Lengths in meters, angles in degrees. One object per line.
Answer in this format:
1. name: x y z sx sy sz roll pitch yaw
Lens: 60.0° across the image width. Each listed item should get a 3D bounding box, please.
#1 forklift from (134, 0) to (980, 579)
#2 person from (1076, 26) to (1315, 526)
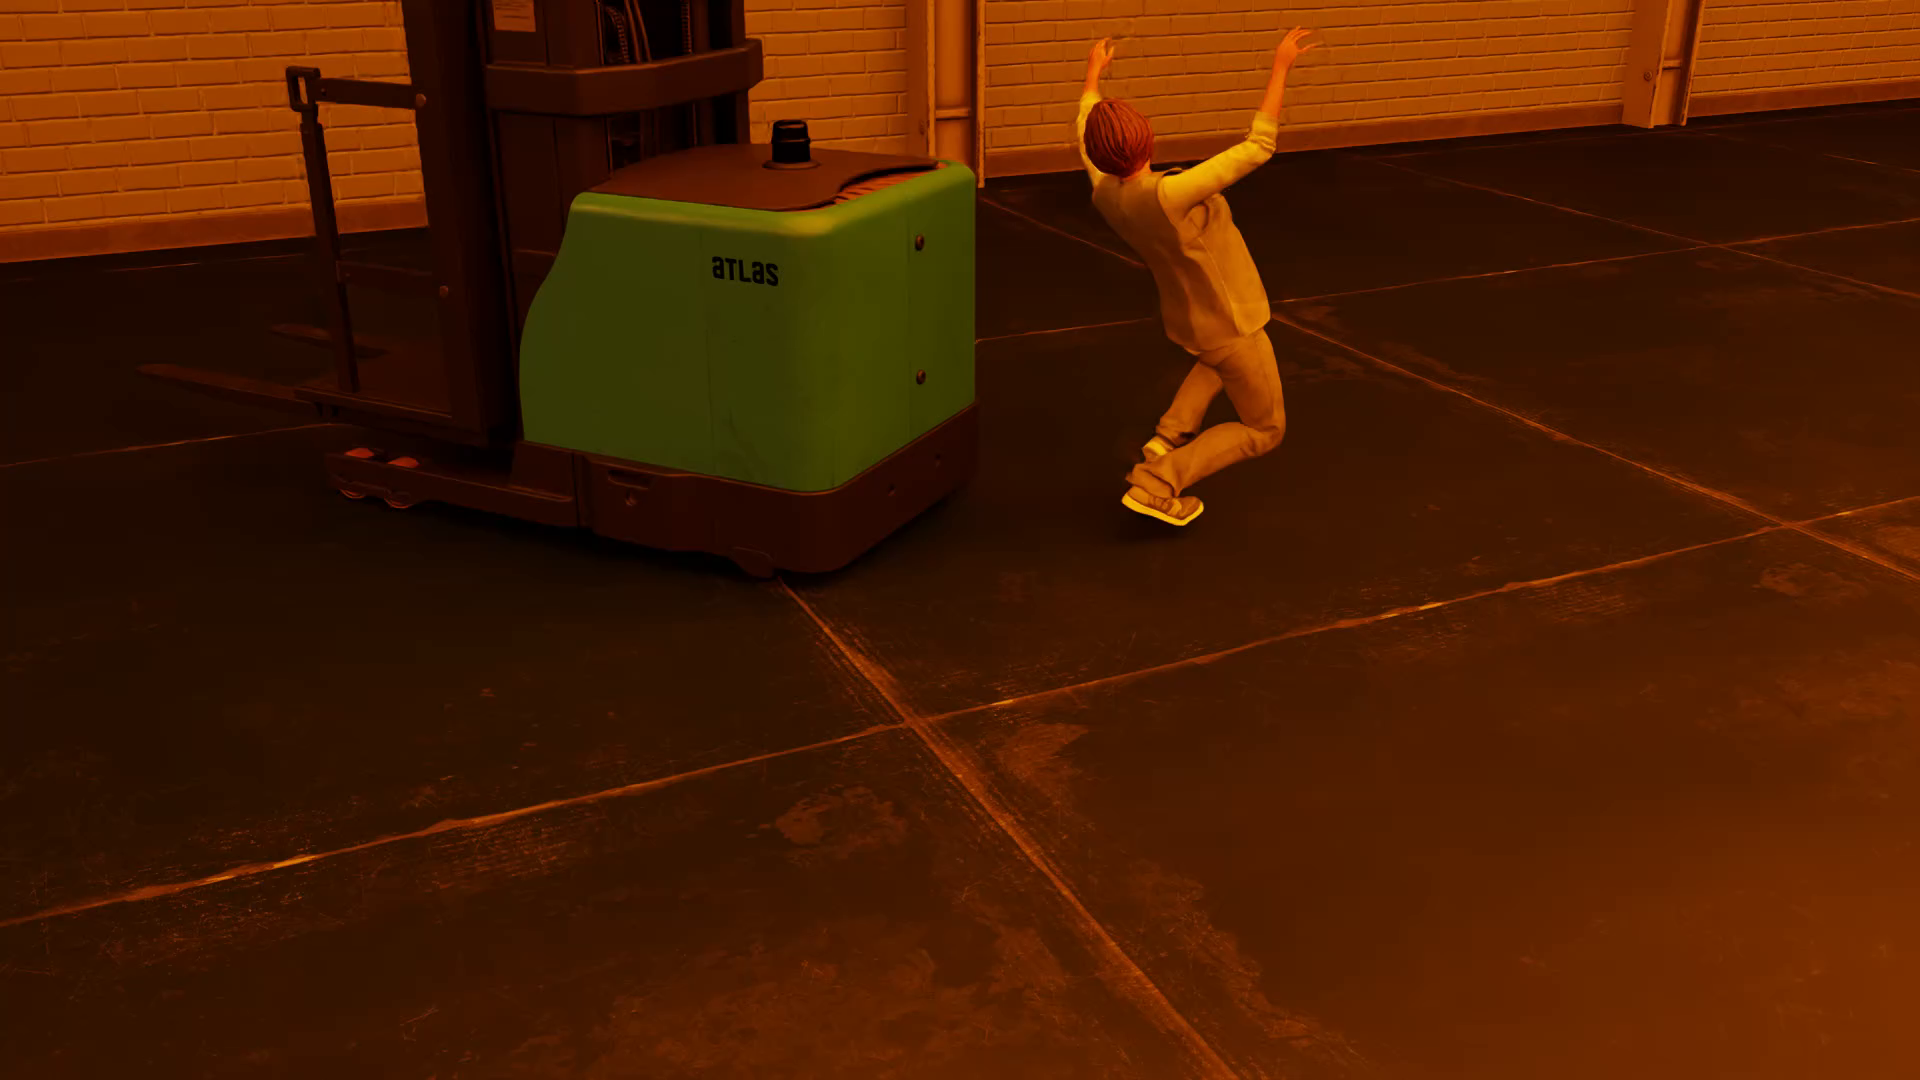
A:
1. forklift: -1.489 -1.620 5.185 3.031 2.935 1.130 11 25 25
2. person: 0.649 -0.809 5.095 0.696 1.504 0.887 -10 24 -22
